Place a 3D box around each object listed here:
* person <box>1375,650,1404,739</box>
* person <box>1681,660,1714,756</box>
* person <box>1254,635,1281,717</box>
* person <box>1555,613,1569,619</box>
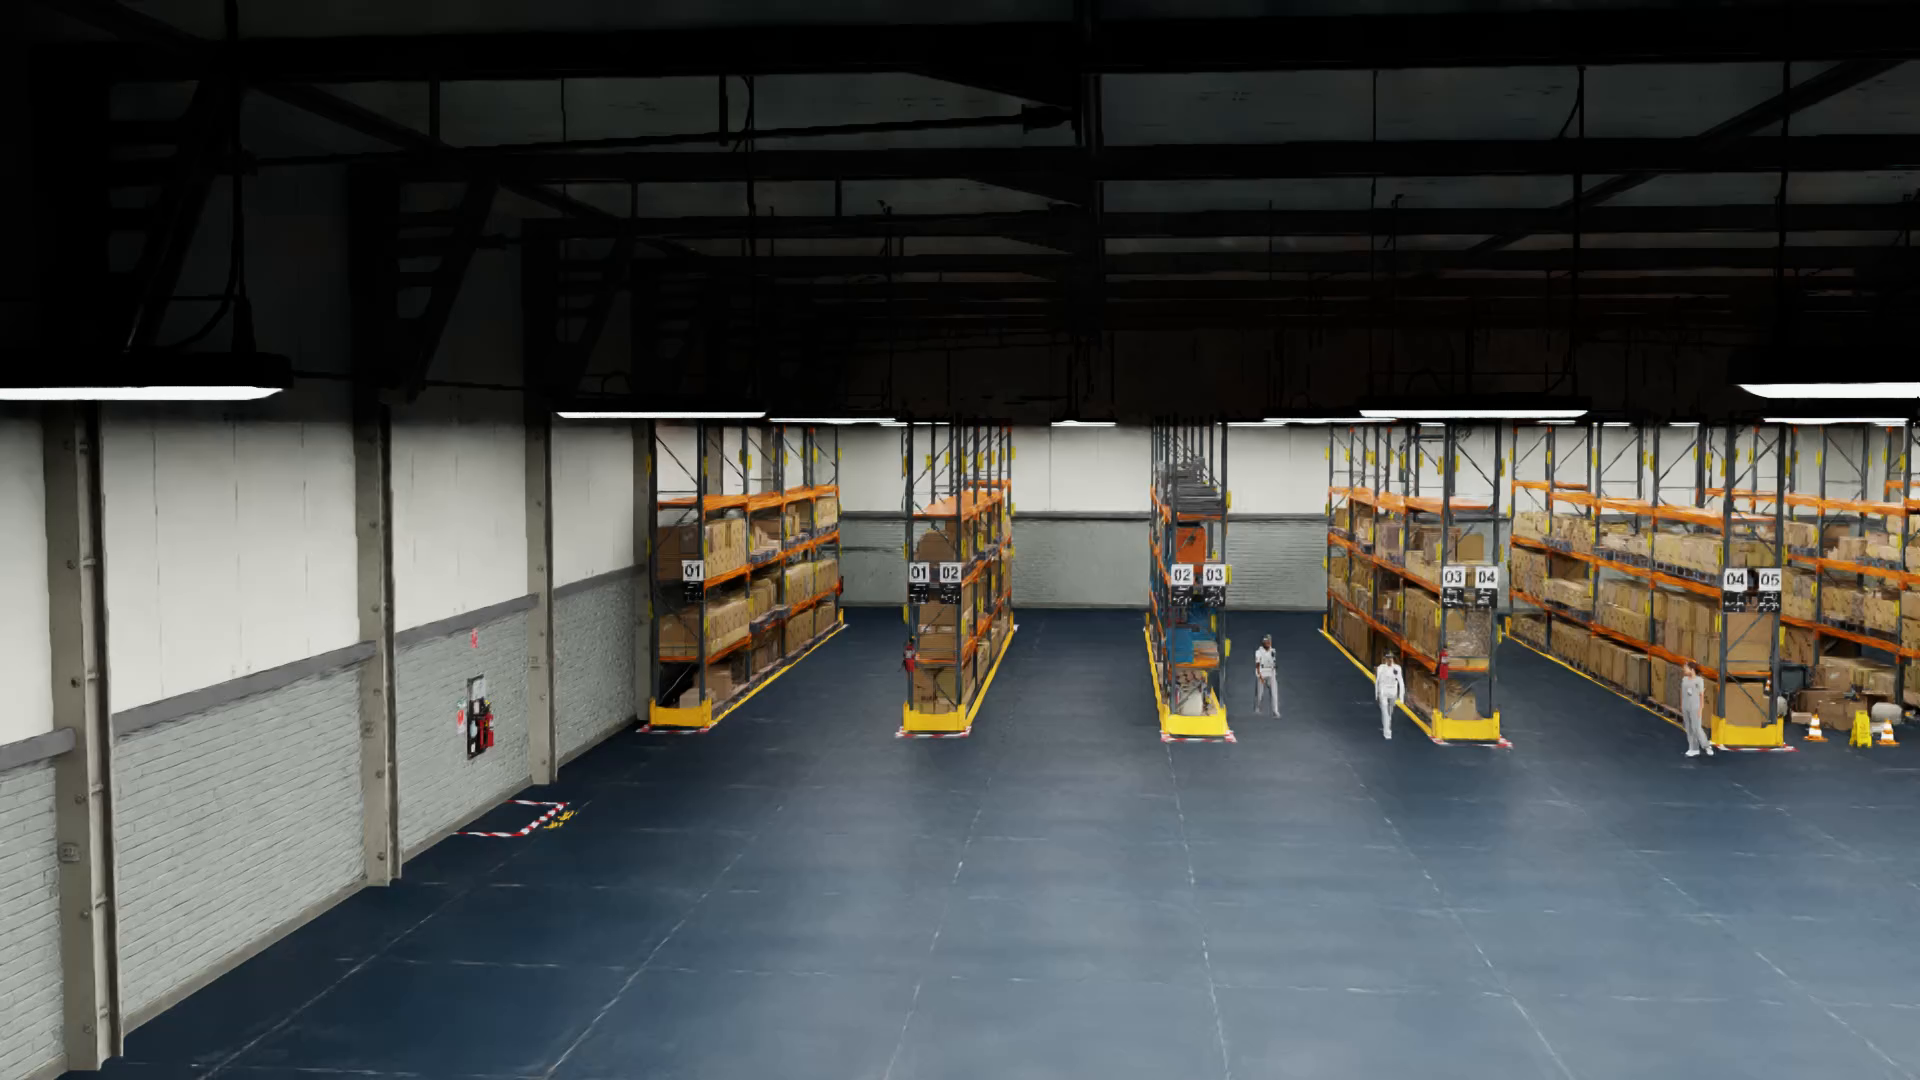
[{"bbox_3d":[7.954,2.834,30.755,0.500,1.620,0.988,0,4,5],"label":"person"},{"bbox_3d":[12.823,2.929,28.952,0.446,1.668,0.615,-2,4,-28],"label":"person"},{"bbox_3d":[6.078,2.672,33.040,0.448,1.622,0.996,0,4,-3],"label":"person"},{"bbox_3d":[17.180,1.743,47.304,0.527,1.573,0.638,3,5,40],"label":"person"}]
